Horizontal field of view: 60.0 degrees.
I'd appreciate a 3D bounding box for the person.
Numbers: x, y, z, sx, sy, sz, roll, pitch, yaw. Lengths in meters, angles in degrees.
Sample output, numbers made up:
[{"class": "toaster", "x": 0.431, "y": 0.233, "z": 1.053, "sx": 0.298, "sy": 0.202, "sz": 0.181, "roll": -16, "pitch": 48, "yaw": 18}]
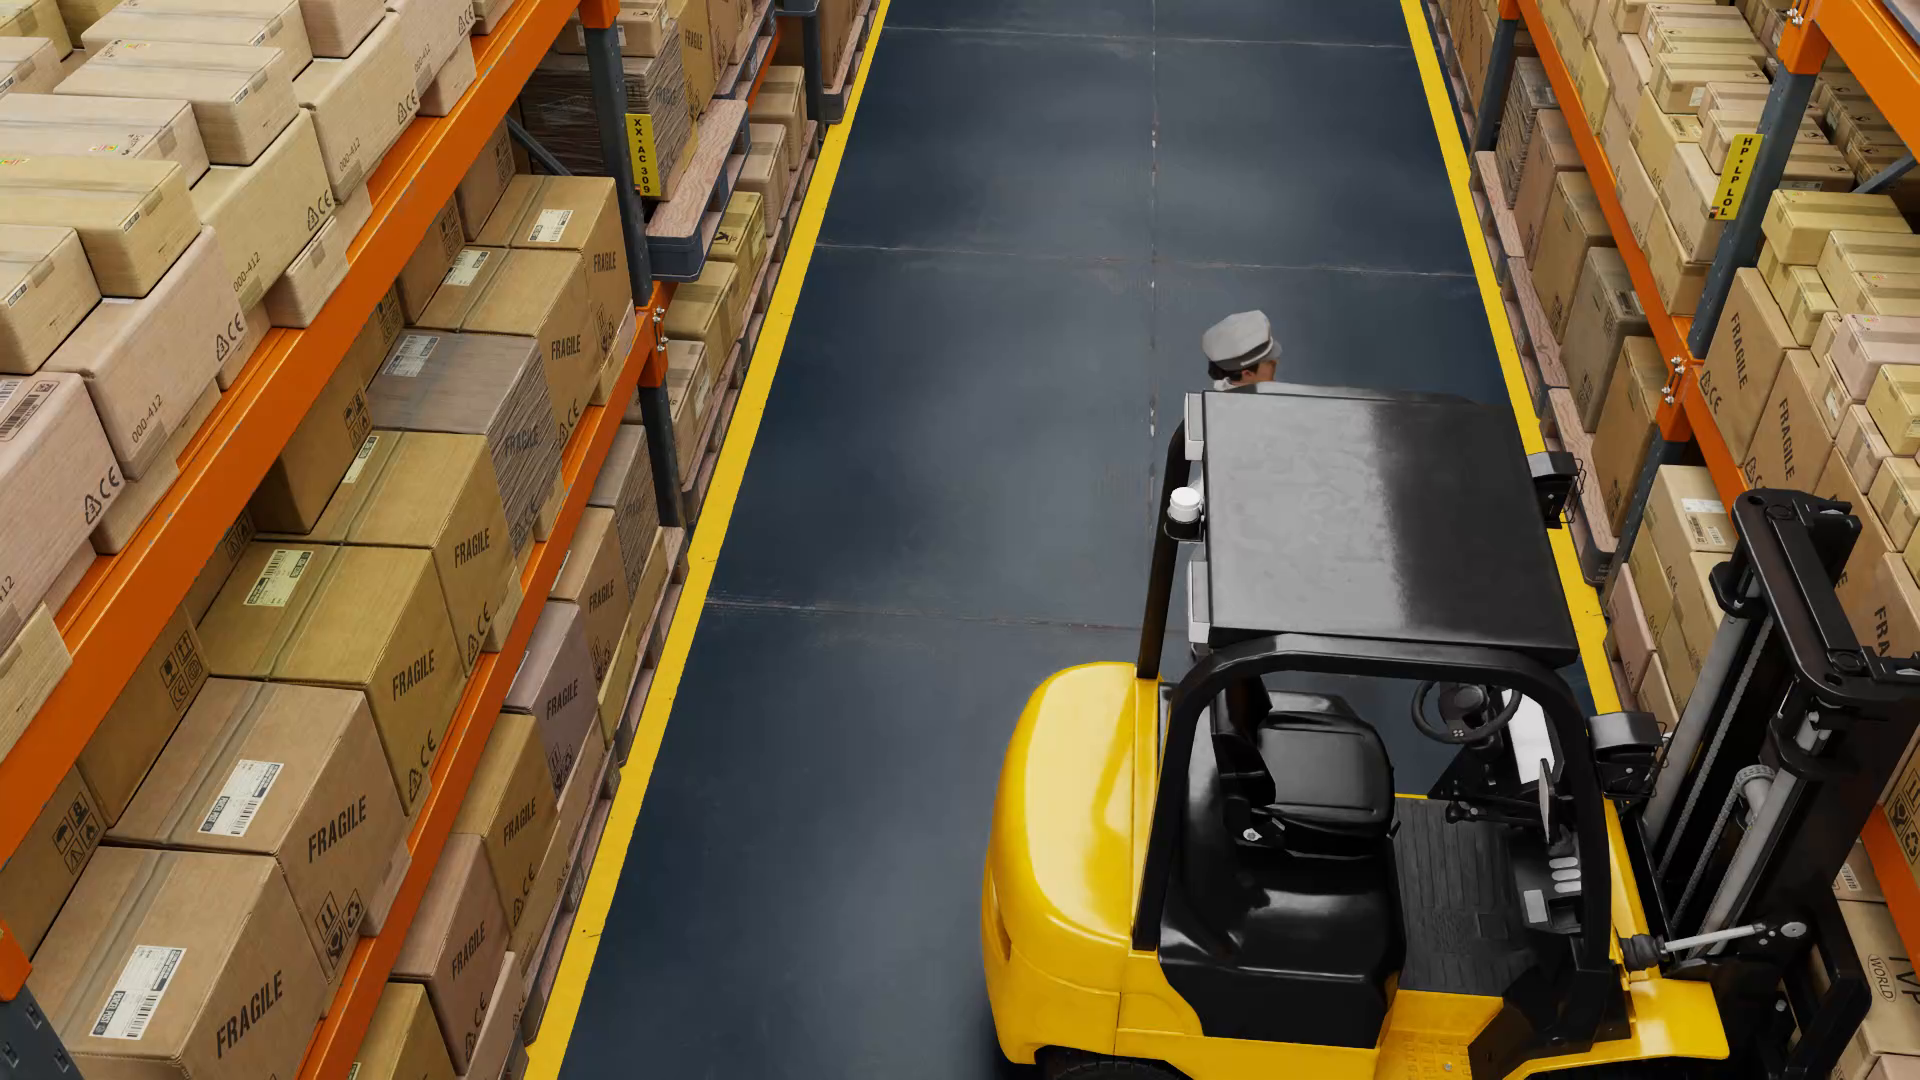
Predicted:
[{"class": "person", "x": 1.126, "y": -0.101, "z": 6.258, "sx": 0.560, "sy": 1.686, "sz": 0.459, "roll": 4, "pitch": 40, "yaw": 5}]
